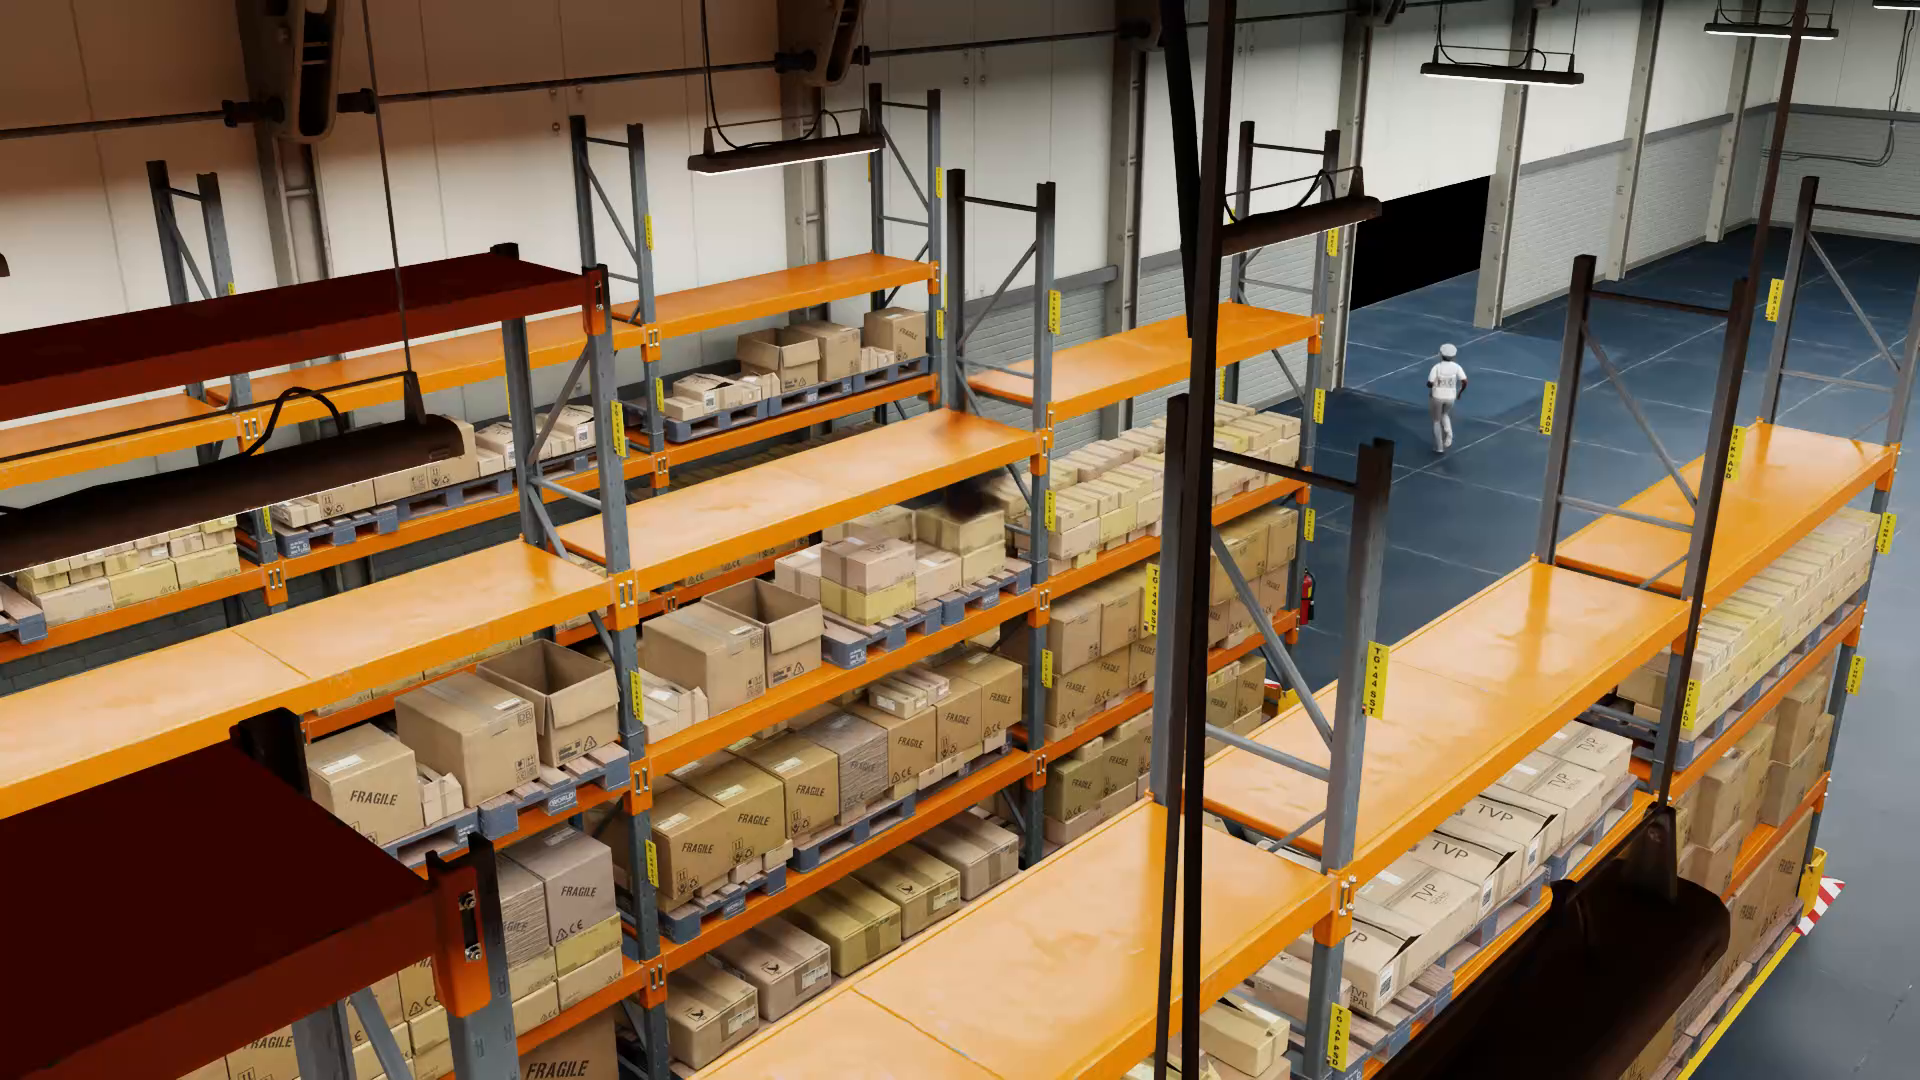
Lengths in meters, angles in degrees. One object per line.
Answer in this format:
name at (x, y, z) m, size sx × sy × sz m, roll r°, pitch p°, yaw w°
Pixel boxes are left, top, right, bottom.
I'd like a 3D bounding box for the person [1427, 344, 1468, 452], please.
person at (7.364, -2.189, 25.363) m, size 0.561 × 1.661 × 0.562 m, roll -1°, pitch 21°, yaw -2°
